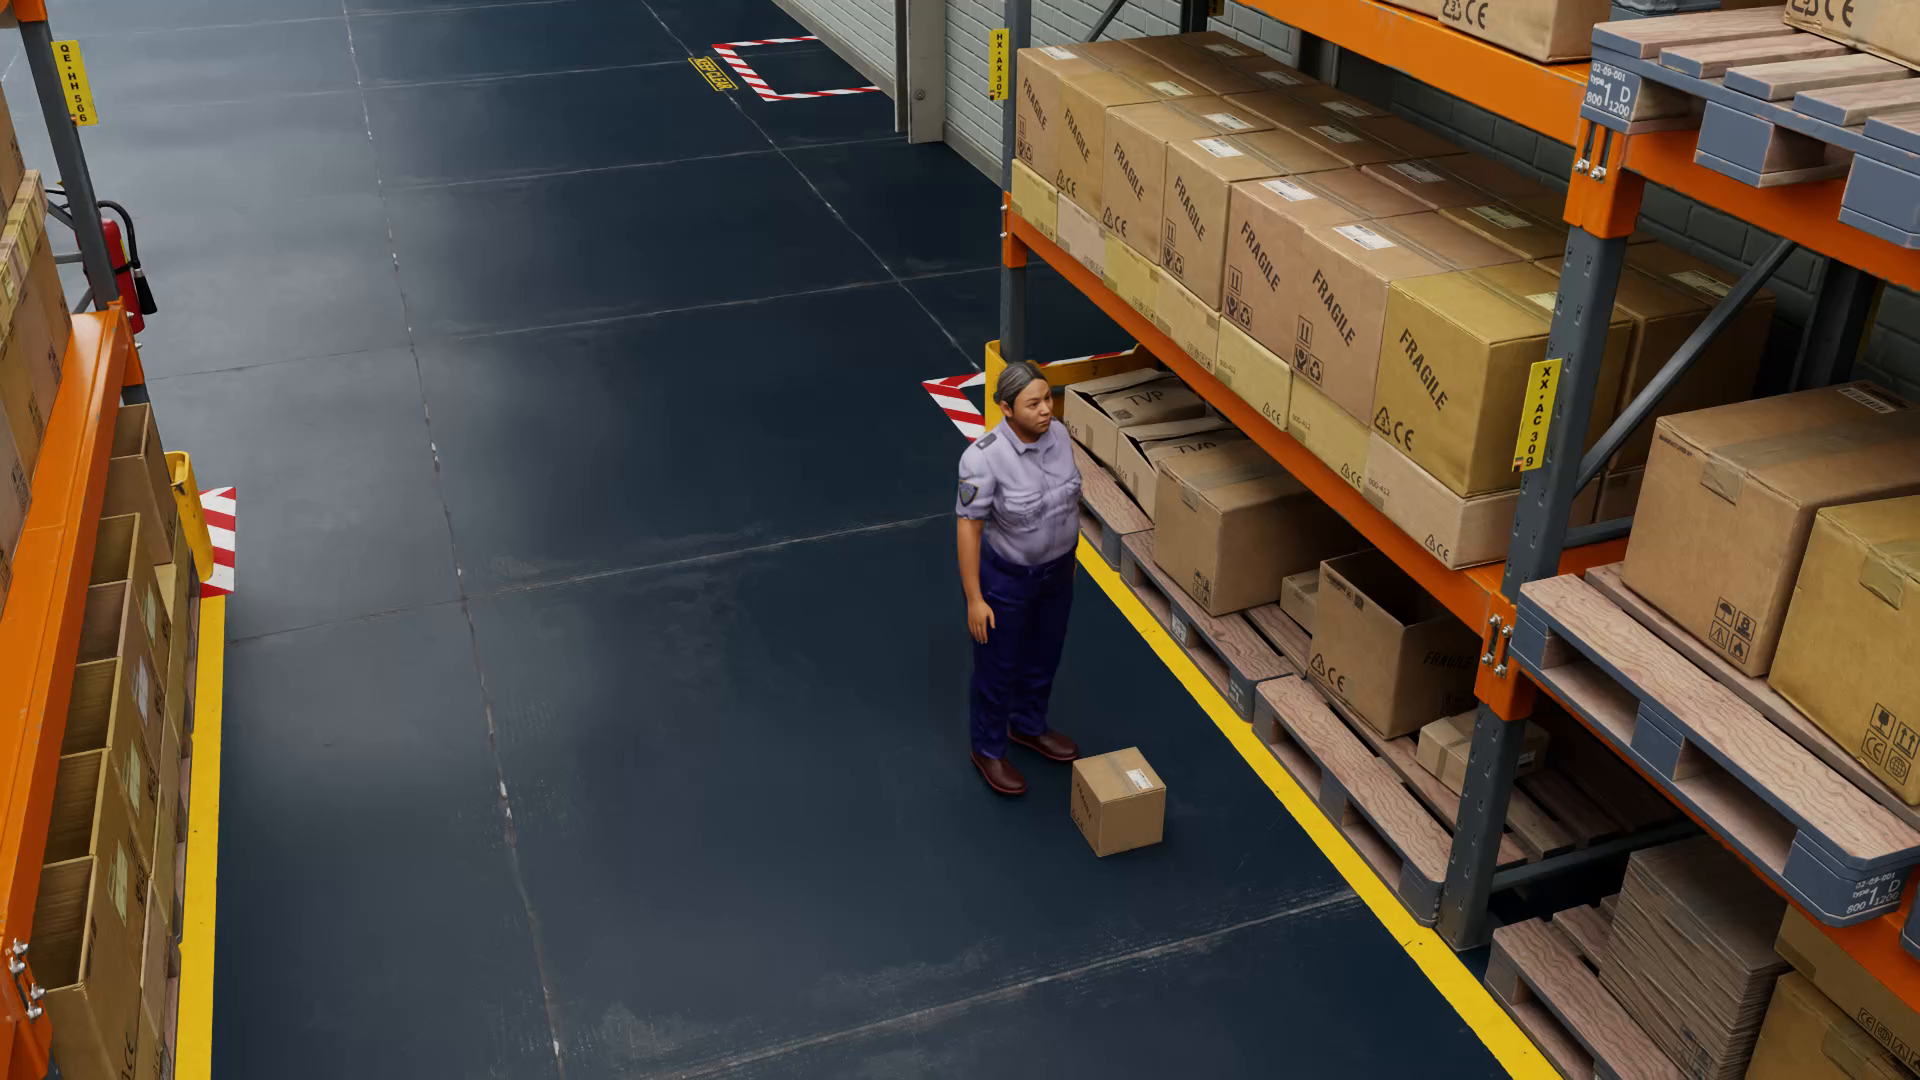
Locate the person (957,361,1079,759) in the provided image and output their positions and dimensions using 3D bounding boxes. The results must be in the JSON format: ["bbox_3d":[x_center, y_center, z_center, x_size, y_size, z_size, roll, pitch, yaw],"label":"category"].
[{"bbox_3d":[0.215,0.118,5.865,0.566,1.558,0.349,-22,37,-33],"label":"person"}]
